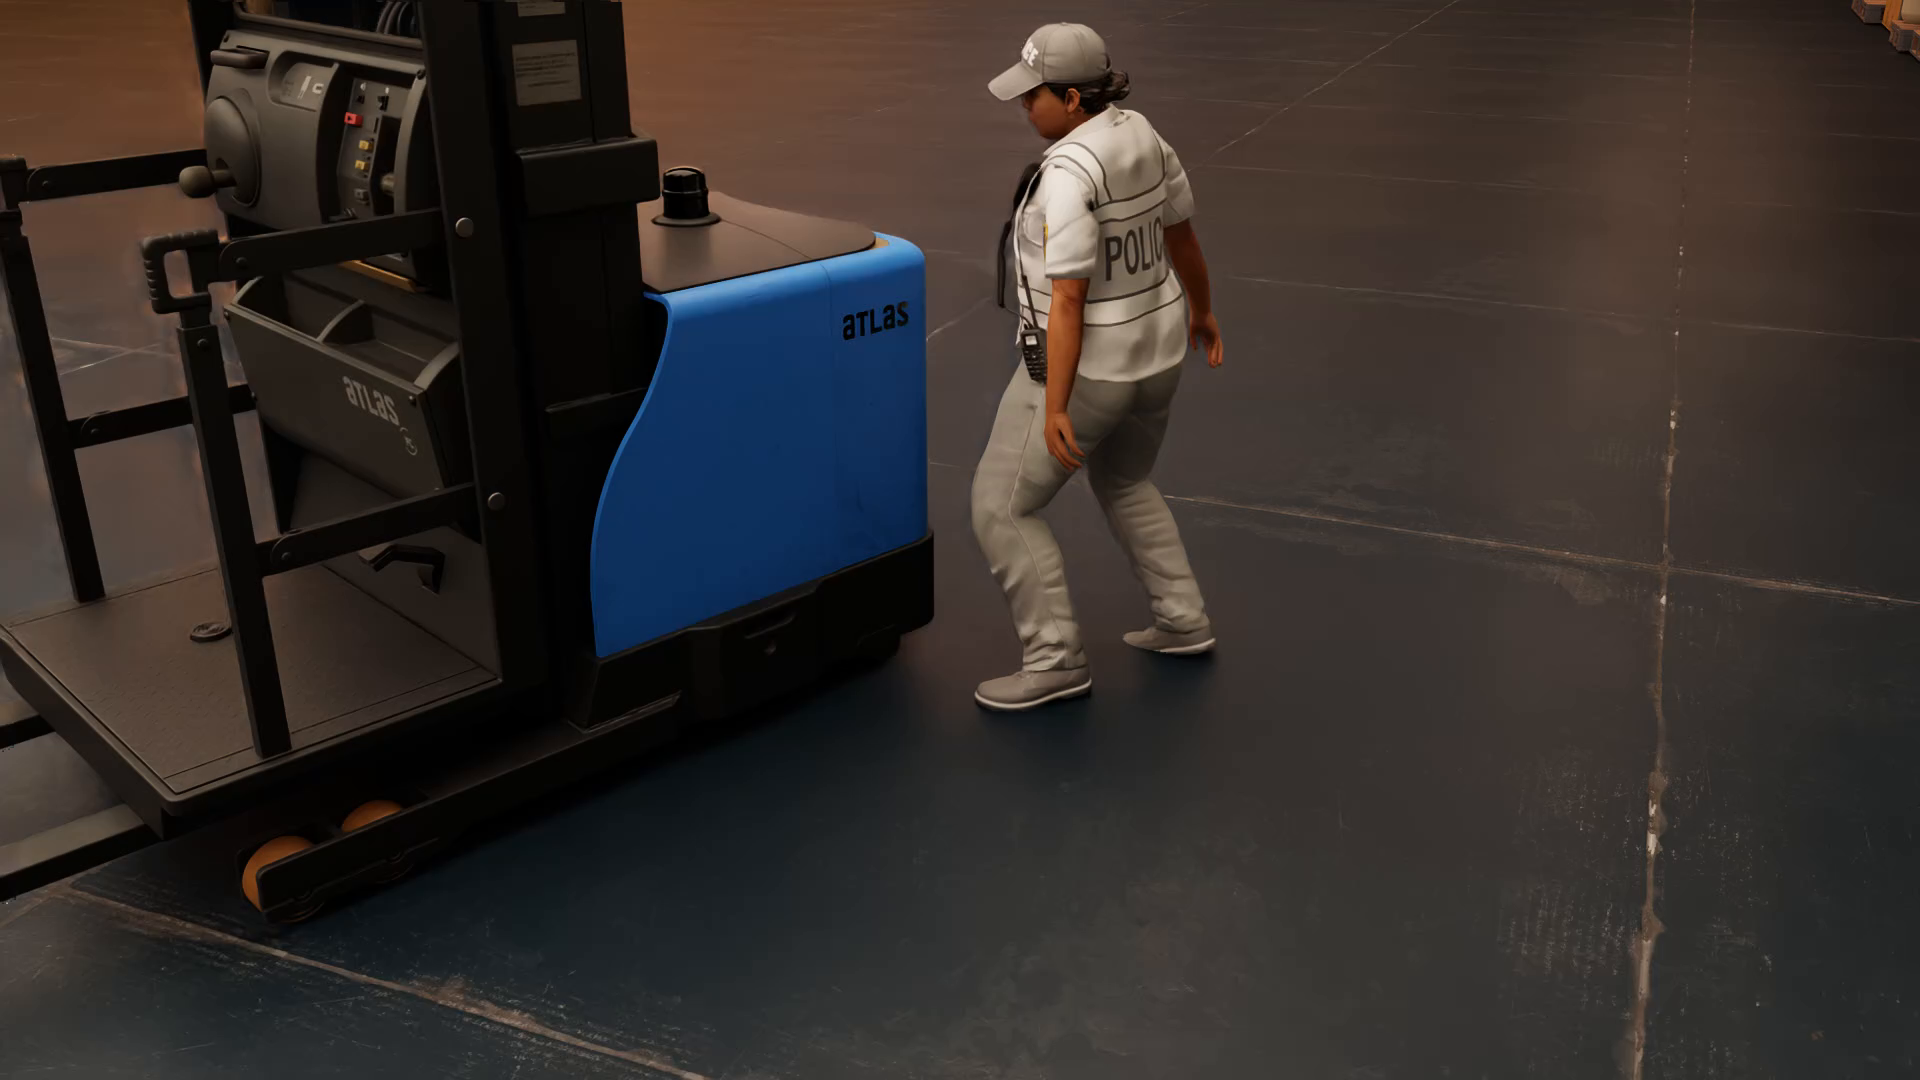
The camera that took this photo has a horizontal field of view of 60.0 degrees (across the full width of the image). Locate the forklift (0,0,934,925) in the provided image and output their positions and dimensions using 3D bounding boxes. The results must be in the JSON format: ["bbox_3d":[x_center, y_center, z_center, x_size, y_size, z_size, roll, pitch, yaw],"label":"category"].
[{"bbox_3d":[-1.473,-0.822,3.258,3.031,2.935,1.130,-21,30,-40],"label":"forklift"}]

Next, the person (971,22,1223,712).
[{"bbox_3d":[0.361,-0.411,4.072,0.498,1.651,0.839,18,28,36],"label":"person"}]
